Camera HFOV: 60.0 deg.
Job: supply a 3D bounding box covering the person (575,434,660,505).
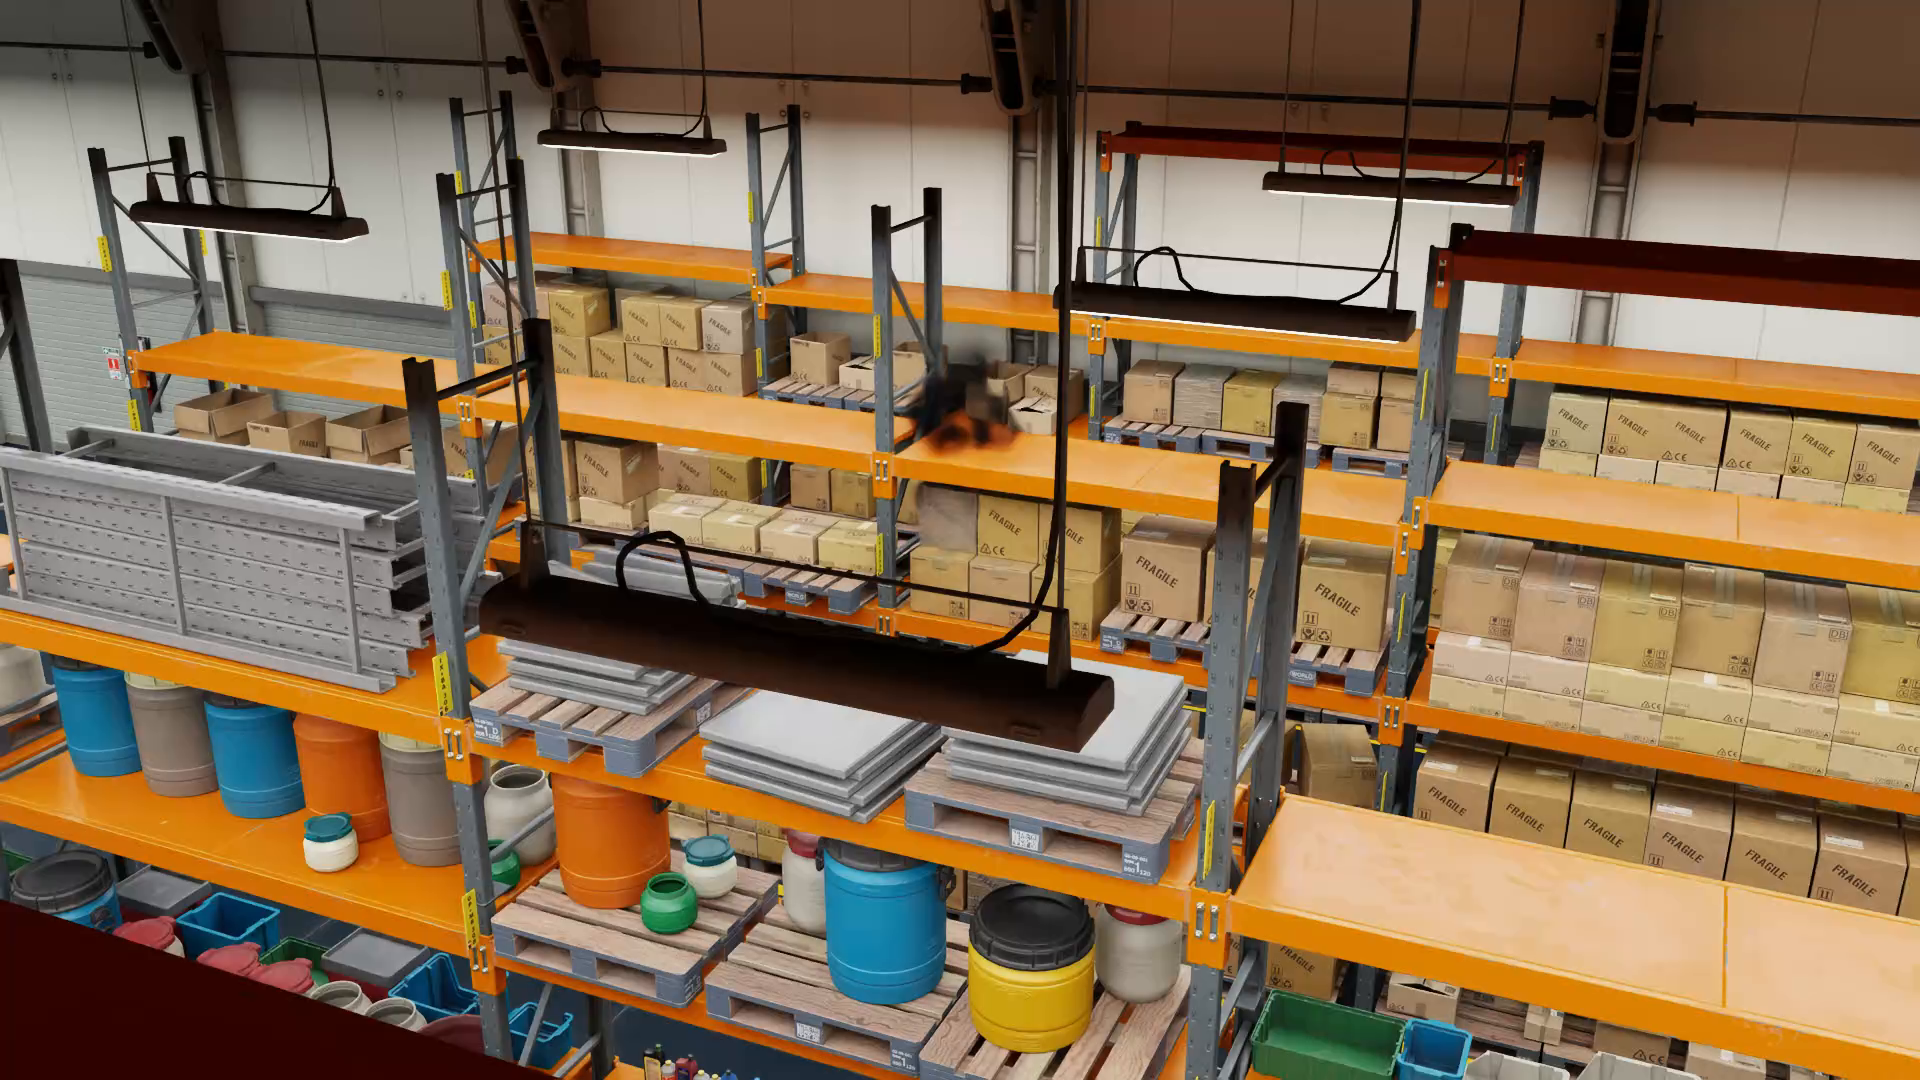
[{"bbox_3d":[-12.412,3.108,8.988,23.367,3.697,3.684,-10,23,-25],"label":"person"}]
